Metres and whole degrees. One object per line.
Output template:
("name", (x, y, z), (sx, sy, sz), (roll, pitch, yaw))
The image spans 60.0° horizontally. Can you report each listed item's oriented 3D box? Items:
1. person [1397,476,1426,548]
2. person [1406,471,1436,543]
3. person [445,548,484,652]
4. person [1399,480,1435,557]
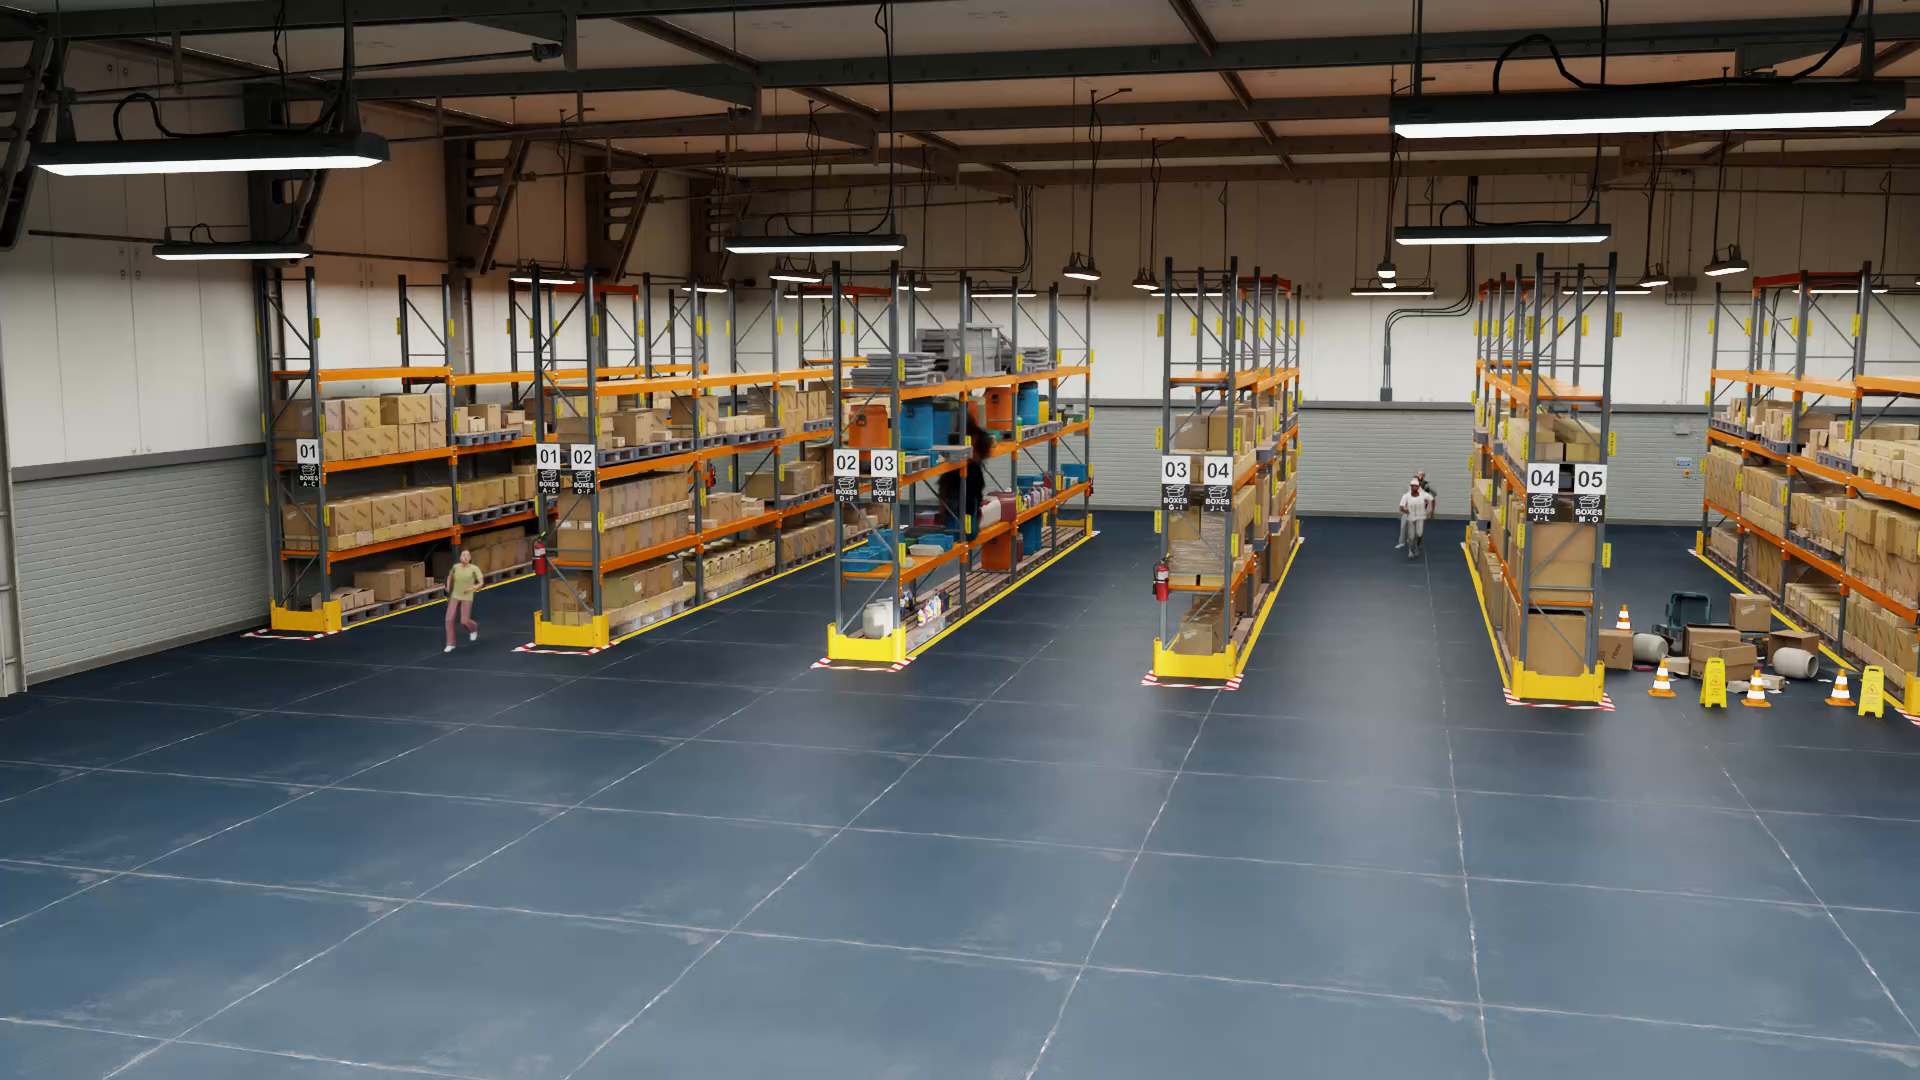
("person", (10.435, -0.641, 38.227), (0.595, 1.676, 0.880), (6, 9, 38))
("person", (10.745, -0.766, 39.001), (0.689, 1.728, 0.663), (-4, 8, -26))
("person", (-7.781, 0.919, 26.133), (0.602, 1.614, 0.679), (1, 7, 4))
("person", (9.914, -0.450, 36.113), (0.728, 1.713, 0.790), (3, 8, 21))
